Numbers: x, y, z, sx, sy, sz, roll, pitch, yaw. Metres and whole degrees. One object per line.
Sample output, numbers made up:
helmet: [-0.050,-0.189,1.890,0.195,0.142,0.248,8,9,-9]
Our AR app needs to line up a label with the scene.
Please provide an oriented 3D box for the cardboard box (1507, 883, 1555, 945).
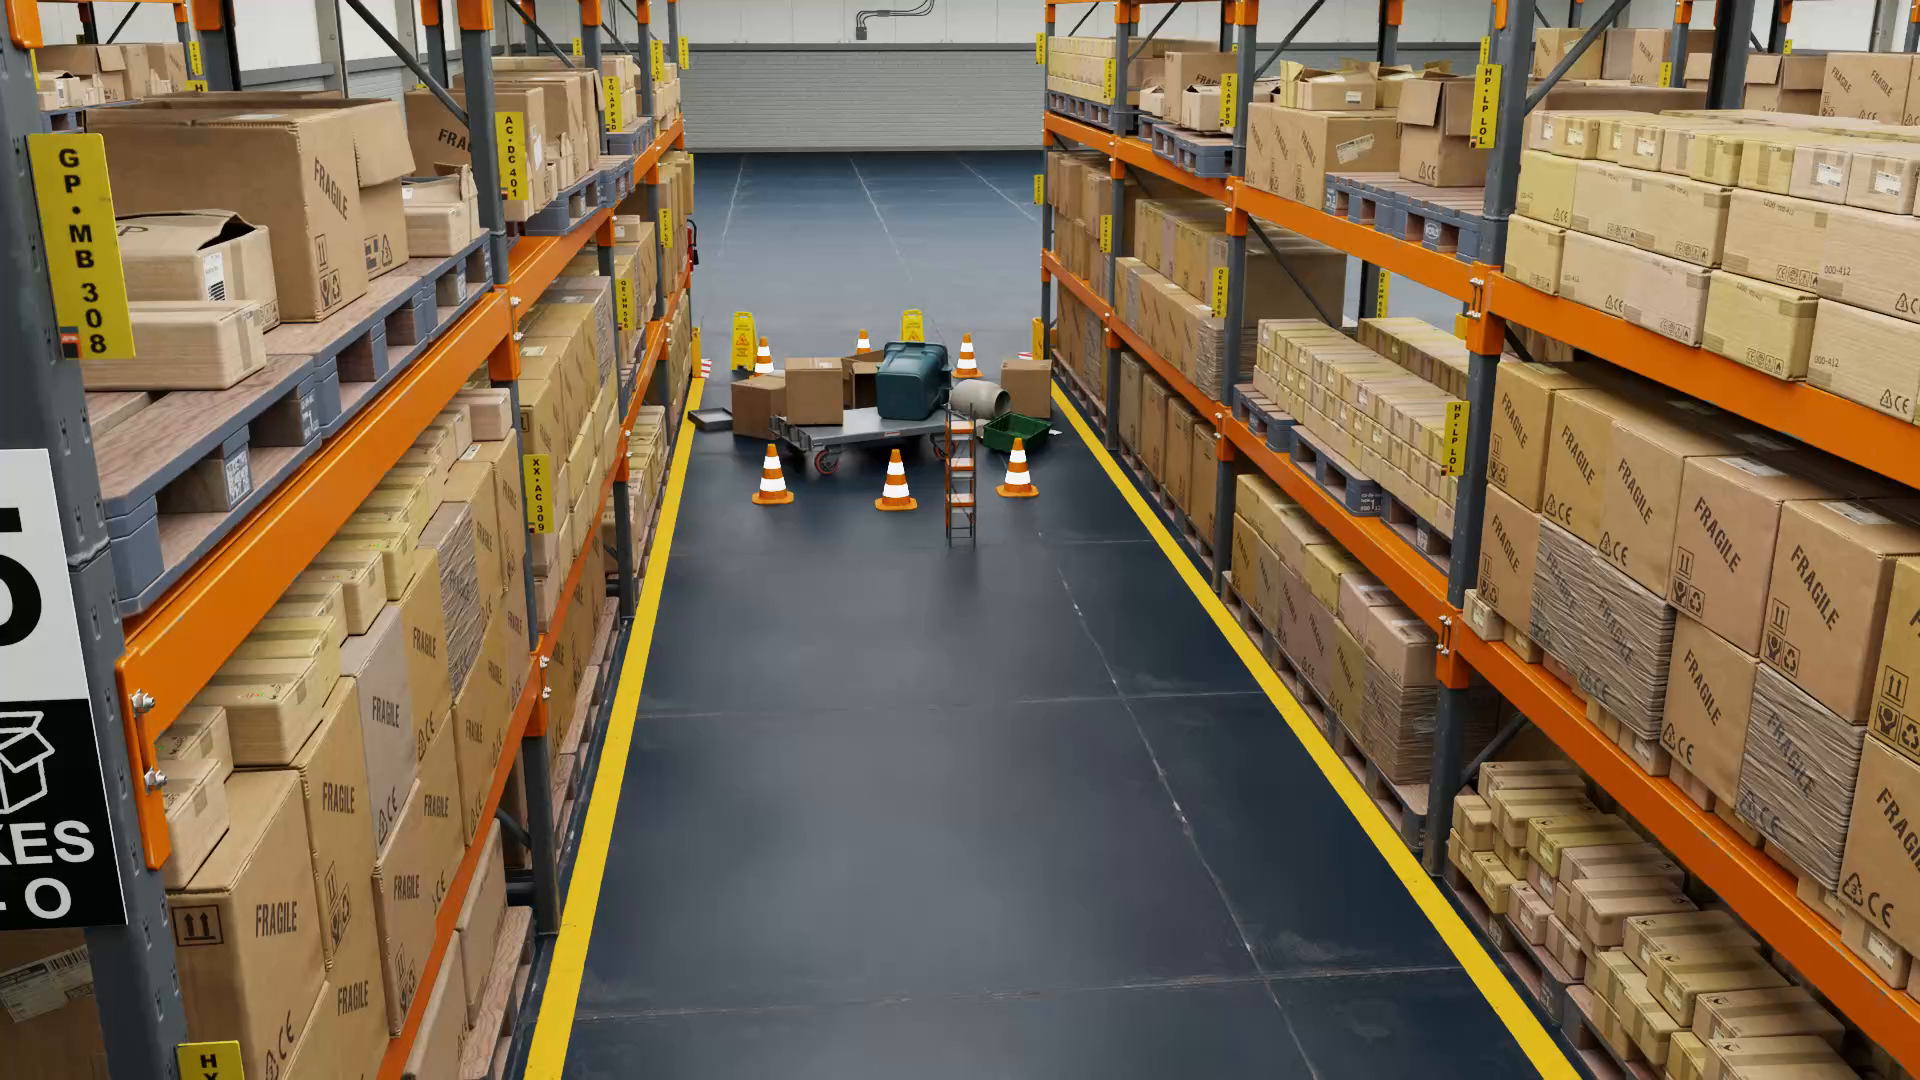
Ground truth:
cardboard box: [2.492,1.532,6.849,0.380,0.149,0.250,-2,18,-6]

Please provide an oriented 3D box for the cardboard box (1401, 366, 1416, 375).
cardboard box: [2.845,-0.947,9.908,0.380,0.149,0.250,-2,18,-6]

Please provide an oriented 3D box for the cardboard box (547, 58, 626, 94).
cardboard box: [-2.755,-3.425,12.286,0.500,0.250,0.500,-1,17,-5]

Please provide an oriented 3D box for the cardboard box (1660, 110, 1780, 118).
cardboard box: [2.974,-1.602,6.514,0.380,0.149,0.250,-3,18,-8]

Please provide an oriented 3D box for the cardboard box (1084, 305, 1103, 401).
cardboard box: [1.752,-1.927,16.652,0.875,0.875,0.875,-2,18,-5]

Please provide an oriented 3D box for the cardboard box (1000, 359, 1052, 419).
cardboard box: [0.664,-1.521,16.684,0.500,0.500,0.500,1,17,4]

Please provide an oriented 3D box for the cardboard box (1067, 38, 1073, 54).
cardboard box: [1.280,-4.925,16.570,0.380,0.149,0.250,-2,18,-6]

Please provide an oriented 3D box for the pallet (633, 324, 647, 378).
pallet: [-2.901,-1.404,12.462,1.003,0.211,1.213,-2,18,-6]

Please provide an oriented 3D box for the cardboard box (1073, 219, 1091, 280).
cardboard box: [1.622,-2.946,16.801,0.875,0.550,0.500,-2,18,-6]

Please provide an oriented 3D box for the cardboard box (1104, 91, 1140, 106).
cardboard box: [1.489,-3.940,14.762,0.380,0.149,0.250,-2,18,-6]

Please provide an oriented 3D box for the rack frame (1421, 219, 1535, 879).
rack frame: [2.670,0.102,7.346,1.000,3.000,0.127,-2,18,-6]

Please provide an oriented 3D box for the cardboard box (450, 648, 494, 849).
cardboard box: [-1.817,0.670,5.369,0.500,0.500,0.500,-2,18,-6]

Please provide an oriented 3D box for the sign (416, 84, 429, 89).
sign: [-3.196,-2.569,9.981,0.100,0.325,0.005,-2,18,-6]

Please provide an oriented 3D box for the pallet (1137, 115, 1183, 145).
pallet: [1.988,-3.350,13.652,0.805,0.209,1.217,-2,18,-8]

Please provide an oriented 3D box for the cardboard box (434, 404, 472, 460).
cardboard box: [-1.976,-0.386,5.979,0.380,0.149,0.250,-1,17,-4]

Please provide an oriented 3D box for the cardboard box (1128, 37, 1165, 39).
cardboard box: [1.908,-5.021,16.875,0.380,0.149,0.250,-2,18,-5]

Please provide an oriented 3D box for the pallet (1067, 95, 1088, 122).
pallet: [1.648,-4.277,16.434,1.003,0.211,1.213,-2,18,-6]

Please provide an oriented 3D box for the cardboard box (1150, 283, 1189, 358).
cardboard box: [1.785,-1.714,12.962,0.500,0.500,0.500,-2,17,-5]

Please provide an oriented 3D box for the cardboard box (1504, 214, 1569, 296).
cardboard box: [2.455,-1.112,6.454,0.500,0.250,0.500,-1,17,-3]

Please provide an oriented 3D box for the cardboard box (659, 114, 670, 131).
cardboard box: [-2.903,-3.897,15.495,0.380,0.149,0.250,-2,18,-7]

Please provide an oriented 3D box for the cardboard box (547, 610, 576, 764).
cardboard box: [-2.488,0.647,8.455,0.875,0.875,0.875,-1,17,-4]

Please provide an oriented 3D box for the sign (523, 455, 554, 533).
sign: [-1.692,-0.184,6.677,0.100,0.325,0.005,-2,18,-6]

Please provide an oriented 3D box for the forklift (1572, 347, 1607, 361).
forklift: [5.057,-1.355,12.099,1.130,2.935,3.031,8,19,23]

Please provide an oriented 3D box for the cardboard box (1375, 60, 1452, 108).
cardboard box: [2.625,-2.669,9.719,0.396,0.266,0.258,-2,18,-6]

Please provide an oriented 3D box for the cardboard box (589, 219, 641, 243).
cardboard box: [-2.661,-2.382,12.809,0.380,0.149,0.250,-3,18,-8]

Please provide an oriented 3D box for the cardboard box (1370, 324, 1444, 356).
cardboard box: [2.787,-1.248,10.369,0.380,0.149,0.250,-2,18,-6]

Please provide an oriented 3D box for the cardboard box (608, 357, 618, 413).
cardboard box: [-2.353,-0.938,10.072,0.500,0.250,0.500,-2,18,-6]

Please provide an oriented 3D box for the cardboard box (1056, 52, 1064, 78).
cardboard box: [1.280,-4.920,17.220,0.500,0.250,0.500,-2,18,-6]

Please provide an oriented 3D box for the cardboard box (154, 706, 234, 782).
cardboard box: [-1.690,0.452,3.311,0.380,0.149,0.250,-1,17,-4]

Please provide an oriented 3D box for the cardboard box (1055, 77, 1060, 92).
cardboard box: [1.201,-4.770,17.408,0.380,0.149,0.250,-2,18,-5]

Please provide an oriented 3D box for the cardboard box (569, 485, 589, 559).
cardboard box: [-2.118,-0.090,8.208,0.500,0.250,0.500,-2,18,-6]

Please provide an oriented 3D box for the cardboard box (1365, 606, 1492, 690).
cardboard box: [2.341,0.522,8.227,0.500,0.250,0.500,-2,18,-7]

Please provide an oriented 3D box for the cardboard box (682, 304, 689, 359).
cardboard box: [-3.082,-2.151,17.158,0.500,0.500,0.500,-1,17,-4]

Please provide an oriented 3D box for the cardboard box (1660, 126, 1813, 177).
cardboard box: [2.564,-1.282,5.496,0.380,0.149,0.250,-2,18,-7]

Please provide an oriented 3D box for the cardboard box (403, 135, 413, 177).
cardboard box: [-2.543,-1.560,7.080,0.500,0.311,0.500,-2,18,-6]

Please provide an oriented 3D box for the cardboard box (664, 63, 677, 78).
cardboard box: [-3.153,-4.891,17.328,0.380,0.149,0.250,-2,18,-5]

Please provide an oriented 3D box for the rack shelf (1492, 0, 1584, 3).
rack shelf: [6.582,-5.518,16.438,1.077,0.370,4.000,-2,18,-6]

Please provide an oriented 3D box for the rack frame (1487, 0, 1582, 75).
rack frame: [6.376,-6.459,18.227,1.000,3.000,0.127,-2,18,-6]

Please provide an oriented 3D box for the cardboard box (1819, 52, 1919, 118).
cardboard box: [6.803,-3.365,12.380,0.500,0.500,0.500,-1,17,-5]

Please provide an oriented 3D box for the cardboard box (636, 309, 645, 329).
cardboard box: [-2.650,-1.730,12.899,0.380,0.149,0.250,-2,18,-6]

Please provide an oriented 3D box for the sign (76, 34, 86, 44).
sign: [-8.971,-5.007,17.018,0.100,0.325,0.005,-2,18,-6]

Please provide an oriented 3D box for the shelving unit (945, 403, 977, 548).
shelving unit: [0.006,-0.485,12.469,0.215,1.050,0.252,-2,18,-6]

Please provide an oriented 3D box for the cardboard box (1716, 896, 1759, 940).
cardboard box: [3.133,1.382,6.333,0.380,0.149,0.250,-3,18,-8]

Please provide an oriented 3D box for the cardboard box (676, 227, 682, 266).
cardboard box: [-3.056,-3.029,16.652,0.500,0.500,0.500,-2,18,-6]

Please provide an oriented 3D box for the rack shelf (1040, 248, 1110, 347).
rack shelf: [1.638,-2.535,16.943,1.077,0.370,4.000,-2,18,-6]

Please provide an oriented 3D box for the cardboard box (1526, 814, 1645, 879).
cardboard box: [2.544,1.244,6.771,0.380,0.149,0.250,-2,18,-6]

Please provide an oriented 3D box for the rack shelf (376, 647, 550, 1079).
rack shelf: [-2.037,1.224,4.972,1.077,0.370,4.000,-2,18,-6]

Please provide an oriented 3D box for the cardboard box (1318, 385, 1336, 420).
cardboard box: [2.241,-0.779,9.371,0.380,0.149,0.250,-2,18,-6]

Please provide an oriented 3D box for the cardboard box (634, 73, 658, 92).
cardboard box: [-2.777,-3.895,14.155,0.380,0.149,0.250,-2,18,-7]

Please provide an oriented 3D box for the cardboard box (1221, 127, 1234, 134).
cardboard box: [1.976,-2.830,11.196,0.380,0.166,0.250,-2,18,-6]

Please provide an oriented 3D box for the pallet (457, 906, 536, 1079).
pallet: [-2.243,1.844,6.451,1.003,0.211,1.213,-2,18,-6]

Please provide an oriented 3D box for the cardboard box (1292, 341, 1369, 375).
cardboard box: [2.190,-1.079,9.830,0.380,0.149,0.250,-3,18,-8]

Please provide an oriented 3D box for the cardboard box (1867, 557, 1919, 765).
cardboard box: [2.735,0.347,4.231,0.500,0.500,0.500,-2,18,-8]

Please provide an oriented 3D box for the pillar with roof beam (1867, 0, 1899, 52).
pillar with roof beam: [15.951,-11.966,35.769,9.100,9.000,0.400,-2,18,-6]

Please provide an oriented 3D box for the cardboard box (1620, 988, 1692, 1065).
cardboard box: [2.558,1.696,5.829,0.380,0.149,0.250,-2,18,-5]

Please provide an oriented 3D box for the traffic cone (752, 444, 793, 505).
traffic cone: [-1.548,-0.562,13.696,0.336,0.463,0.334,-2,18,-6]

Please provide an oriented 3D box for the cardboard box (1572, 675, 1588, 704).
cardboard box: [2.576,0.550,6.338,0.380,0.149,0.250,-3,18,-8]

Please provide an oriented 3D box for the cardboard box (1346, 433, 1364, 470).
cardboard box: [2.294,-0.479,8.914,0.380,0.149,0.250,-1,17,-3]
